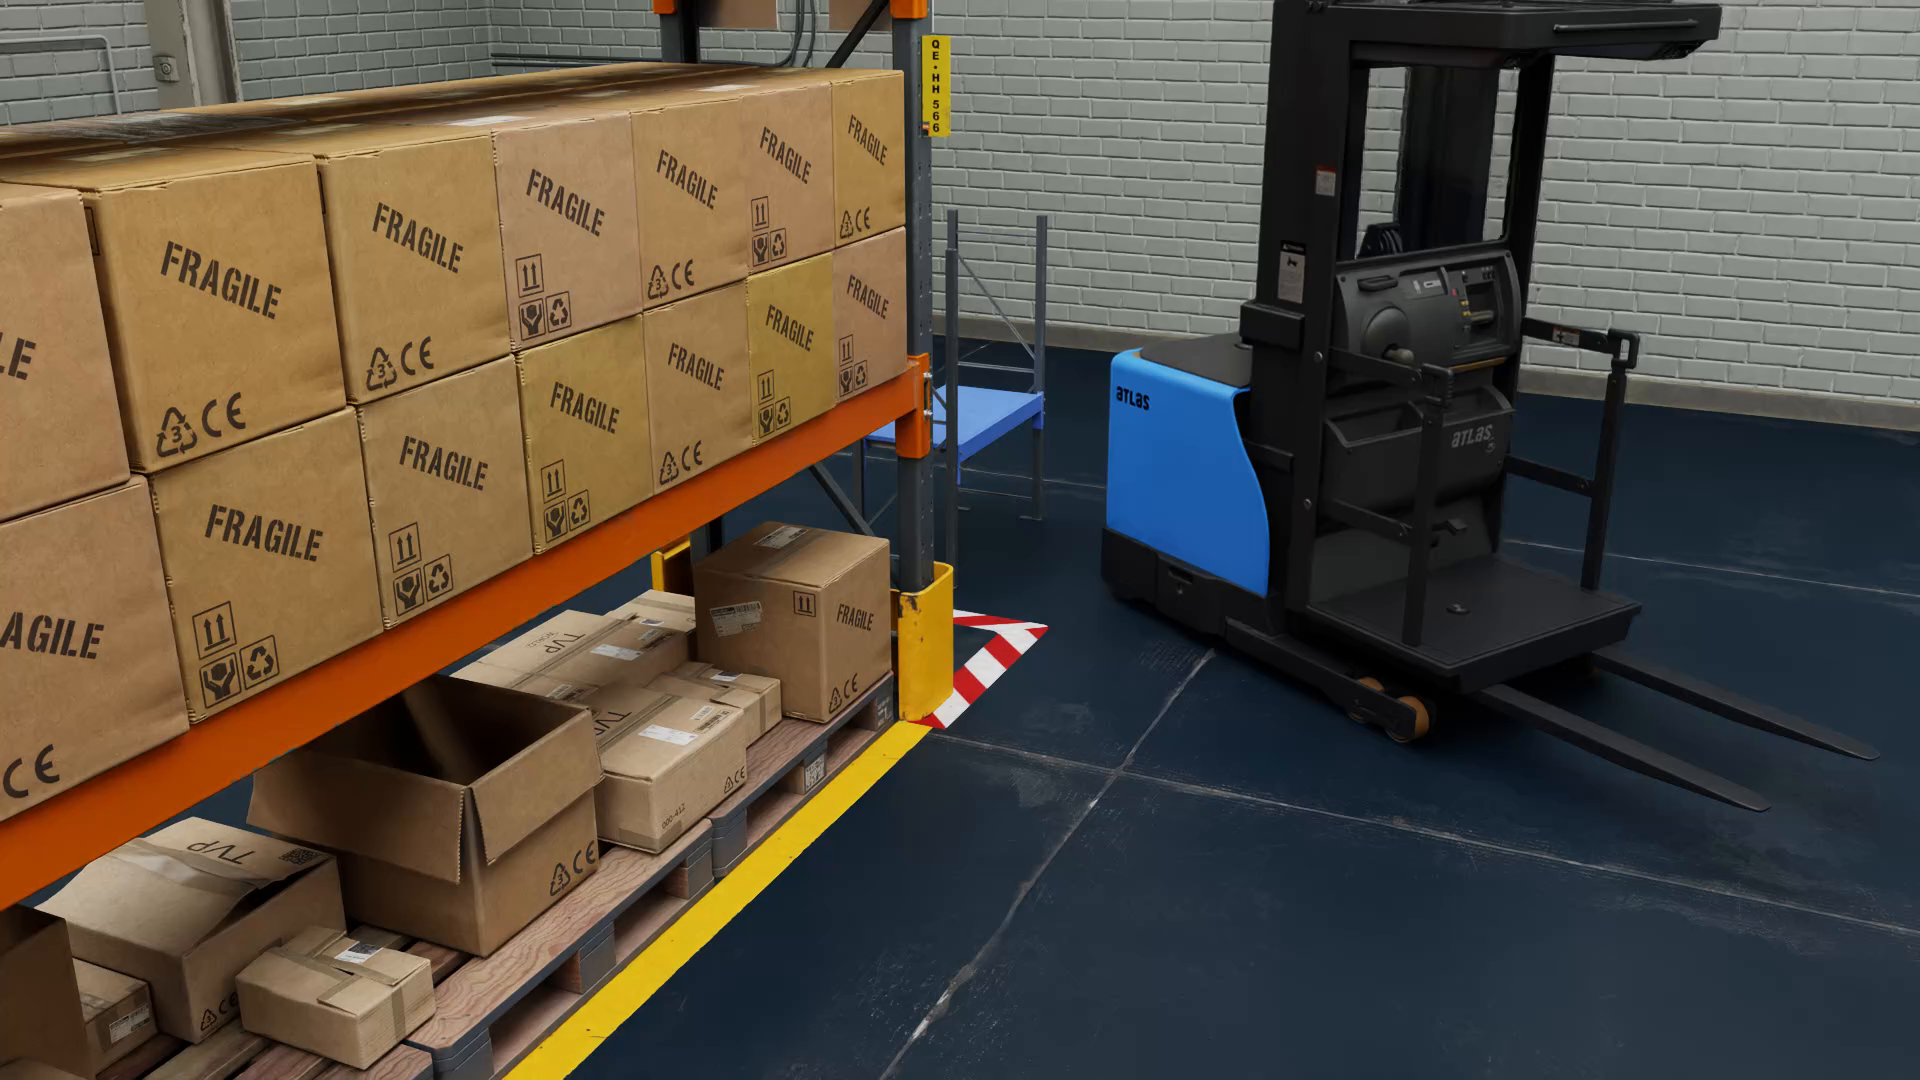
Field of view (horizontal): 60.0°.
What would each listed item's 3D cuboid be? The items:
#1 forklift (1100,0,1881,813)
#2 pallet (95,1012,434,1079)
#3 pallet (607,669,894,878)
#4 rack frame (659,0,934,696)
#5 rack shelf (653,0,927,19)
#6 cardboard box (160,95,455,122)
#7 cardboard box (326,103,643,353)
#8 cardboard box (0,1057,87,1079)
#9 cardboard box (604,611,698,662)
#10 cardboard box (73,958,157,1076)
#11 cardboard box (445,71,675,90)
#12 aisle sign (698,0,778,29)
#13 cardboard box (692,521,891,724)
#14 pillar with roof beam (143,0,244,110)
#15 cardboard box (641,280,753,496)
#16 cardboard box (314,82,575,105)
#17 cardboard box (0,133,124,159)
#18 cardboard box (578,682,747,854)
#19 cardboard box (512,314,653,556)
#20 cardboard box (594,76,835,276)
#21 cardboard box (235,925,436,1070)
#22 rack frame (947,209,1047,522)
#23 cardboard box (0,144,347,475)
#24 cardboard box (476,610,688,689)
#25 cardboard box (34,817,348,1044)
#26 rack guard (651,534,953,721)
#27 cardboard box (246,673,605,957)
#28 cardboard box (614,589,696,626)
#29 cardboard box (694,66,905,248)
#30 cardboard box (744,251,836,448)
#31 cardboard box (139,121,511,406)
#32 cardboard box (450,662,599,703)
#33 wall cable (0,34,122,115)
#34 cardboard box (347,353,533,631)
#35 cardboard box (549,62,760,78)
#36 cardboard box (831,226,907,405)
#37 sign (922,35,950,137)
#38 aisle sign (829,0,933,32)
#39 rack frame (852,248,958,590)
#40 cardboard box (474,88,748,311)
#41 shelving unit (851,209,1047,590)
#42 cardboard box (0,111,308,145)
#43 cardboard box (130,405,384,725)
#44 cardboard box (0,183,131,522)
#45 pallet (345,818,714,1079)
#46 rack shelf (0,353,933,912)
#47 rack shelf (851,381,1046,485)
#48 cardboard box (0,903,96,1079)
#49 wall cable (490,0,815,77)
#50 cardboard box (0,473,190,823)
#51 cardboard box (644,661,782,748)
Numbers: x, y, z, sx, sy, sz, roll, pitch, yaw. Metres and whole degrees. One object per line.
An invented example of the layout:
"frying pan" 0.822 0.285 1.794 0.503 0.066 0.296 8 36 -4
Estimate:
"forklift" 1.852 -0.838 5.951 1.130 2.935 3.031 -13 23 -31
"pallet" -1.933 1.430 3.634 1.003 0.211 1.213 9 21 23
"pallet" -0.934 0.684 5.732 1.003 0.211 1.213 9 21 23
"rack frame" -0.577 -0.897 6.015 1.000 3.000 0.127 9 21 23
"rack shelf" -1.396 -1.360 3.914 1.077 0.370 4.000 9 21 23
"cardboard box" -1.623 -0.848 4.234 0.500 0.500 0.500 8 21 22
"cardboard box" -1.133 -0.771 4.019 0.500 0.500 0.500 9 22 24
"cardboard box" -1.846 1.286 3.231 0.500 0.311 0.500 9 21 23
"cardboard box" -1.164 0.388 5.974 0.380 0.166 0.250 9 21 23
"cardboard box" -2.141 1.125 3.926 0.380 0.149 0.250 9 21 23
"cardboard box" -1.206 -1.155 5.099 0.500 0.500 0.500 9 21 23
"aisle sign" -0.817 -2.183 5.752 0.394 0.787 0.004 9 21 23
"cardboard box" -0.575 0.273 5.798 0.500 0.500 0.500 9 21 23
"pillar with roof beam" -0.854 -4.756 7.912 9.100 9.000 0.400 9 21 23
"cardboard box" -0.930 -0.459 4.635 0.500 0.500 0.500 9 21 23
"cardboard box" -1.416 -1.003 4.671 0.500 0.500 0.500 9 21 23
"cardboard box" -2.037 -0.540 3.369 0.500 0.500 0.500 8 21 22
"cardboard box" -0.991 0.677 5.035 0.500 0.250 0.500 9 21 23
"cardboard box" -1.137 -0.305 4.201 0.500 0.500 0.500 8 21 22
"cardboard box" -0.714 -1.087 4.908 0.500 0.500 0.500 9 22 24
"cardboard box" -1.500 1.089 4.003 0.380 0.166 0.250 9 21 23
"rack frame" 0.173 -0.836 8.081 0.500 1.500 0.032 9 21 23
"cardboard box" -1.554 -0.456 3.133 0.500 0.500 0.500 8 21 21
"cardboard box" -1.263 0.471 5.615 0.500 0.250 0.500 9 21 23
"cardboard box" -1.933 0.943 4.198 0.500 0.311 0.500 9 21 23
"rack guard" -0.608 0.304 6.369 1.175 0.500 0.348 9 21 23
"cardboard box" -1.450 0.719 4.539 0.797 0.503 0.637 9 21 23
"cardboard box" -1.062 0.319 6.192 0.380 0.149 0.250 9 21 23
"cardboard box" -0.508 -1.242 5.342 0.500 0.500 0.500 8 21 22
"cardboard box" -0.721 -0.611 5.061 0.500 0.500 0.500 9 21 23
"cardboard box" -1.343 -0.613 3.575 0.500 0.500 0.500 8 21 21
"cardboard box" -1.468 0.624 5.185 0.500 0.250 0.500 9 21 23
"wall cable" -5.436 -2.576 9.219 0.084 1.984 1.851 9 21 23
"cardboard box" -1.344 -0.150 3.764 0.500 0.500 0.500 8 21 22
"cardboard box" -0.999 -1.316 5.551 0.500 0.500 0.500 9 22 24
"cardboard box" -0.512 -0.770 5.509 0.500 0.500 0.500 9 22 24
"sign" -0.079 -1.509 5.537 0.100 0.325 0.005 9 21 23
"aisle sign" -0.269 -2.101 5.520 0.394 0.787 0.004 9 21 23
"rack frame" -0.243 -0.525 7.207 0.500 1.500 0.032 9 21 23
"cardboard box" -0.922 -0.928 4.460 0.500 0.500 0.500 9 22 24
"shelving unit" -0.035 -0.681 7.644 0.538 1.500 1.048 9 21 23
"cardboard box" -1.830 -0.694 3.802 0.500 0.500 0.500 9 21 23
"cardboard box" -1.551 0.003 3.335 0.500 0.500 0.500 9 21 24
"cardboard box" -1.765 -0.298 2.689 0.500 0.500 0.500 9 22 24
"pallet" -1.434 1.055 4.687 1.003 0.211 1.213 9 21 23
"rack shelf" -1.396 0.053 4.417 1.077 0.370 4.000 9 21 23
"rack shelf" -0.035 -0.511 7.704 0.538 0.185 1.000 9 21 23
"cardboard box" -2.240 1.083 3.521 0.500 0.500 0.500 9 21 23
"wall cable" -2.455 -4.619 12.162 3.097 2.526 0.112 9 21 23
"cardboard box" -1.757 0.160 2.893 0.500 0.500 0.500 9 22 24
"cardboard box" -0.823 0.542 5.541 0.380 0.166 0.250 9 21 23
